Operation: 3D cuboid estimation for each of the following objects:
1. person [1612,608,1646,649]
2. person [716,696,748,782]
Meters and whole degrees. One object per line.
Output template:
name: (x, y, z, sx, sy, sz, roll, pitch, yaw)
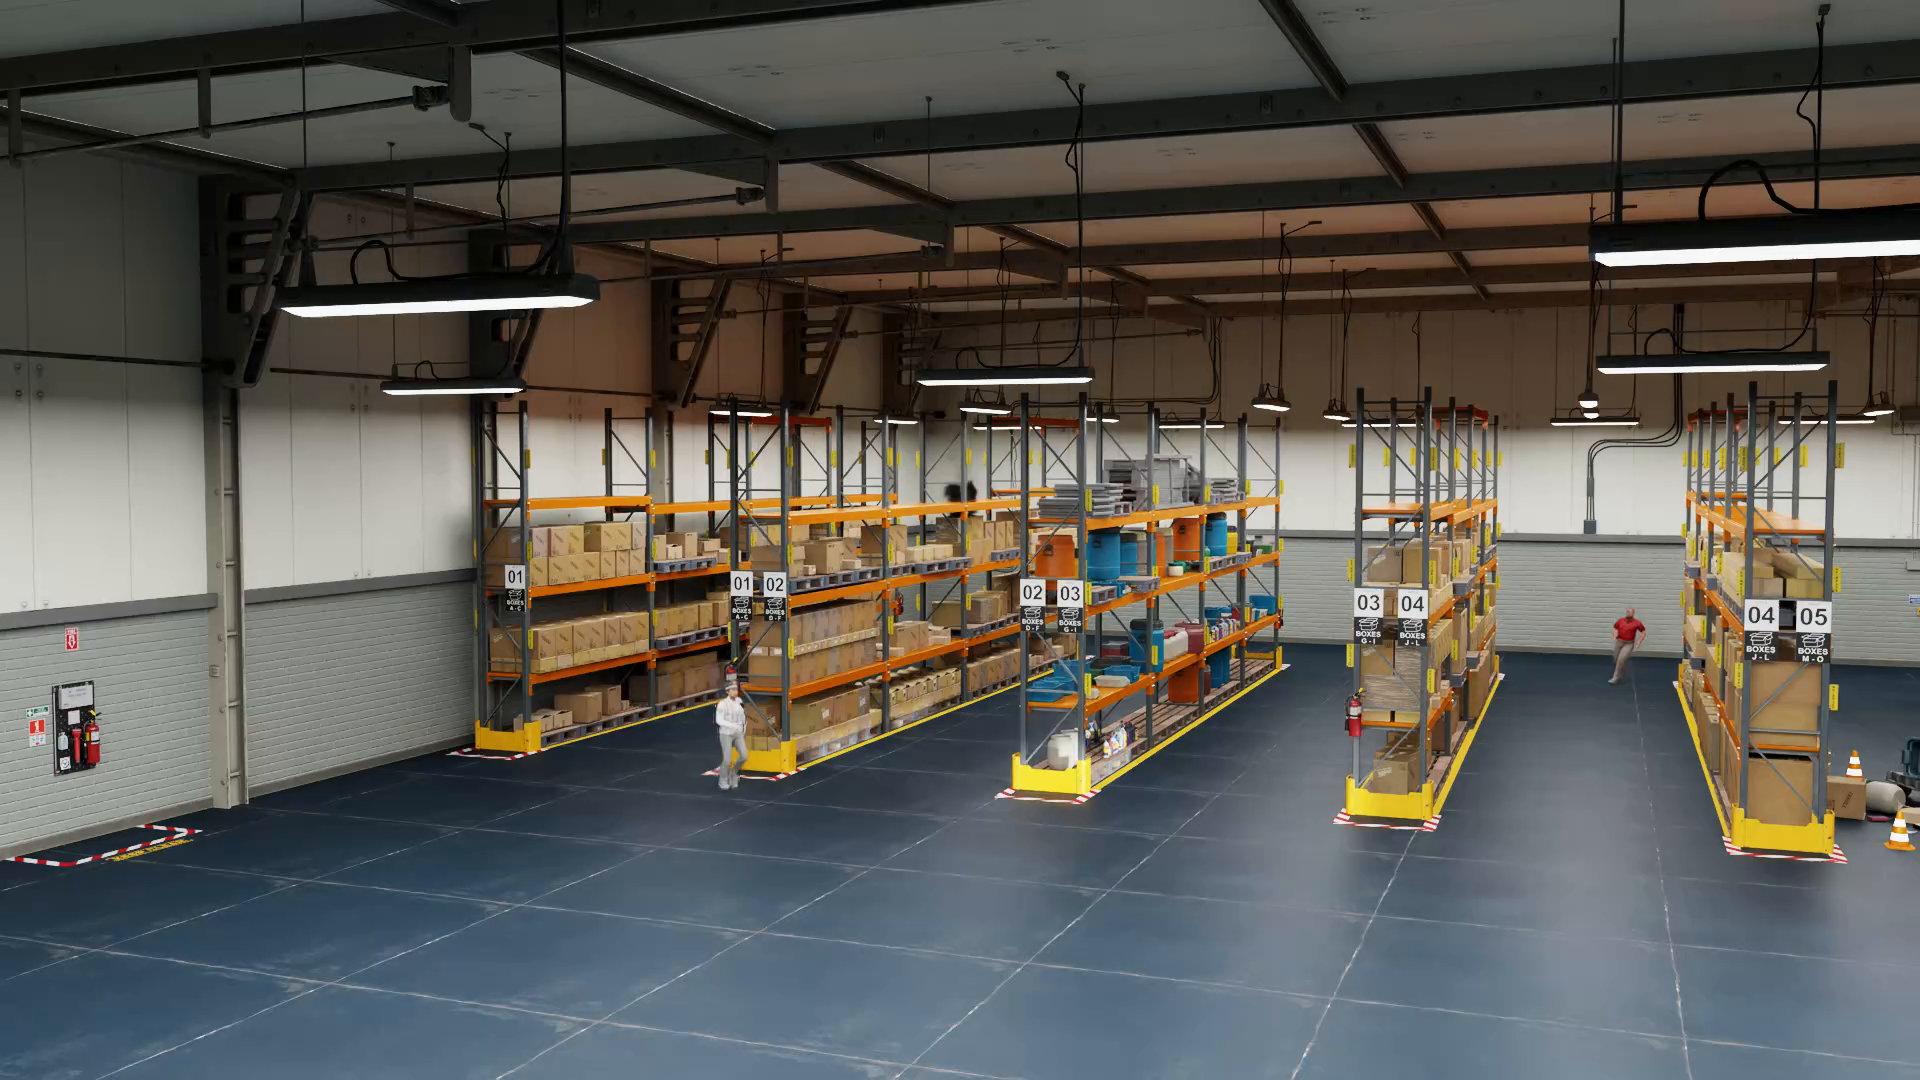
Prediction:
person: (14.872, 1.968, 37.092, 0.721, 0.909, 0.472, 3, 4, 44)
person: (-3.428, 3.019, 25.143, 0.638, 1.332, 0.530, -2, 4, -41)
